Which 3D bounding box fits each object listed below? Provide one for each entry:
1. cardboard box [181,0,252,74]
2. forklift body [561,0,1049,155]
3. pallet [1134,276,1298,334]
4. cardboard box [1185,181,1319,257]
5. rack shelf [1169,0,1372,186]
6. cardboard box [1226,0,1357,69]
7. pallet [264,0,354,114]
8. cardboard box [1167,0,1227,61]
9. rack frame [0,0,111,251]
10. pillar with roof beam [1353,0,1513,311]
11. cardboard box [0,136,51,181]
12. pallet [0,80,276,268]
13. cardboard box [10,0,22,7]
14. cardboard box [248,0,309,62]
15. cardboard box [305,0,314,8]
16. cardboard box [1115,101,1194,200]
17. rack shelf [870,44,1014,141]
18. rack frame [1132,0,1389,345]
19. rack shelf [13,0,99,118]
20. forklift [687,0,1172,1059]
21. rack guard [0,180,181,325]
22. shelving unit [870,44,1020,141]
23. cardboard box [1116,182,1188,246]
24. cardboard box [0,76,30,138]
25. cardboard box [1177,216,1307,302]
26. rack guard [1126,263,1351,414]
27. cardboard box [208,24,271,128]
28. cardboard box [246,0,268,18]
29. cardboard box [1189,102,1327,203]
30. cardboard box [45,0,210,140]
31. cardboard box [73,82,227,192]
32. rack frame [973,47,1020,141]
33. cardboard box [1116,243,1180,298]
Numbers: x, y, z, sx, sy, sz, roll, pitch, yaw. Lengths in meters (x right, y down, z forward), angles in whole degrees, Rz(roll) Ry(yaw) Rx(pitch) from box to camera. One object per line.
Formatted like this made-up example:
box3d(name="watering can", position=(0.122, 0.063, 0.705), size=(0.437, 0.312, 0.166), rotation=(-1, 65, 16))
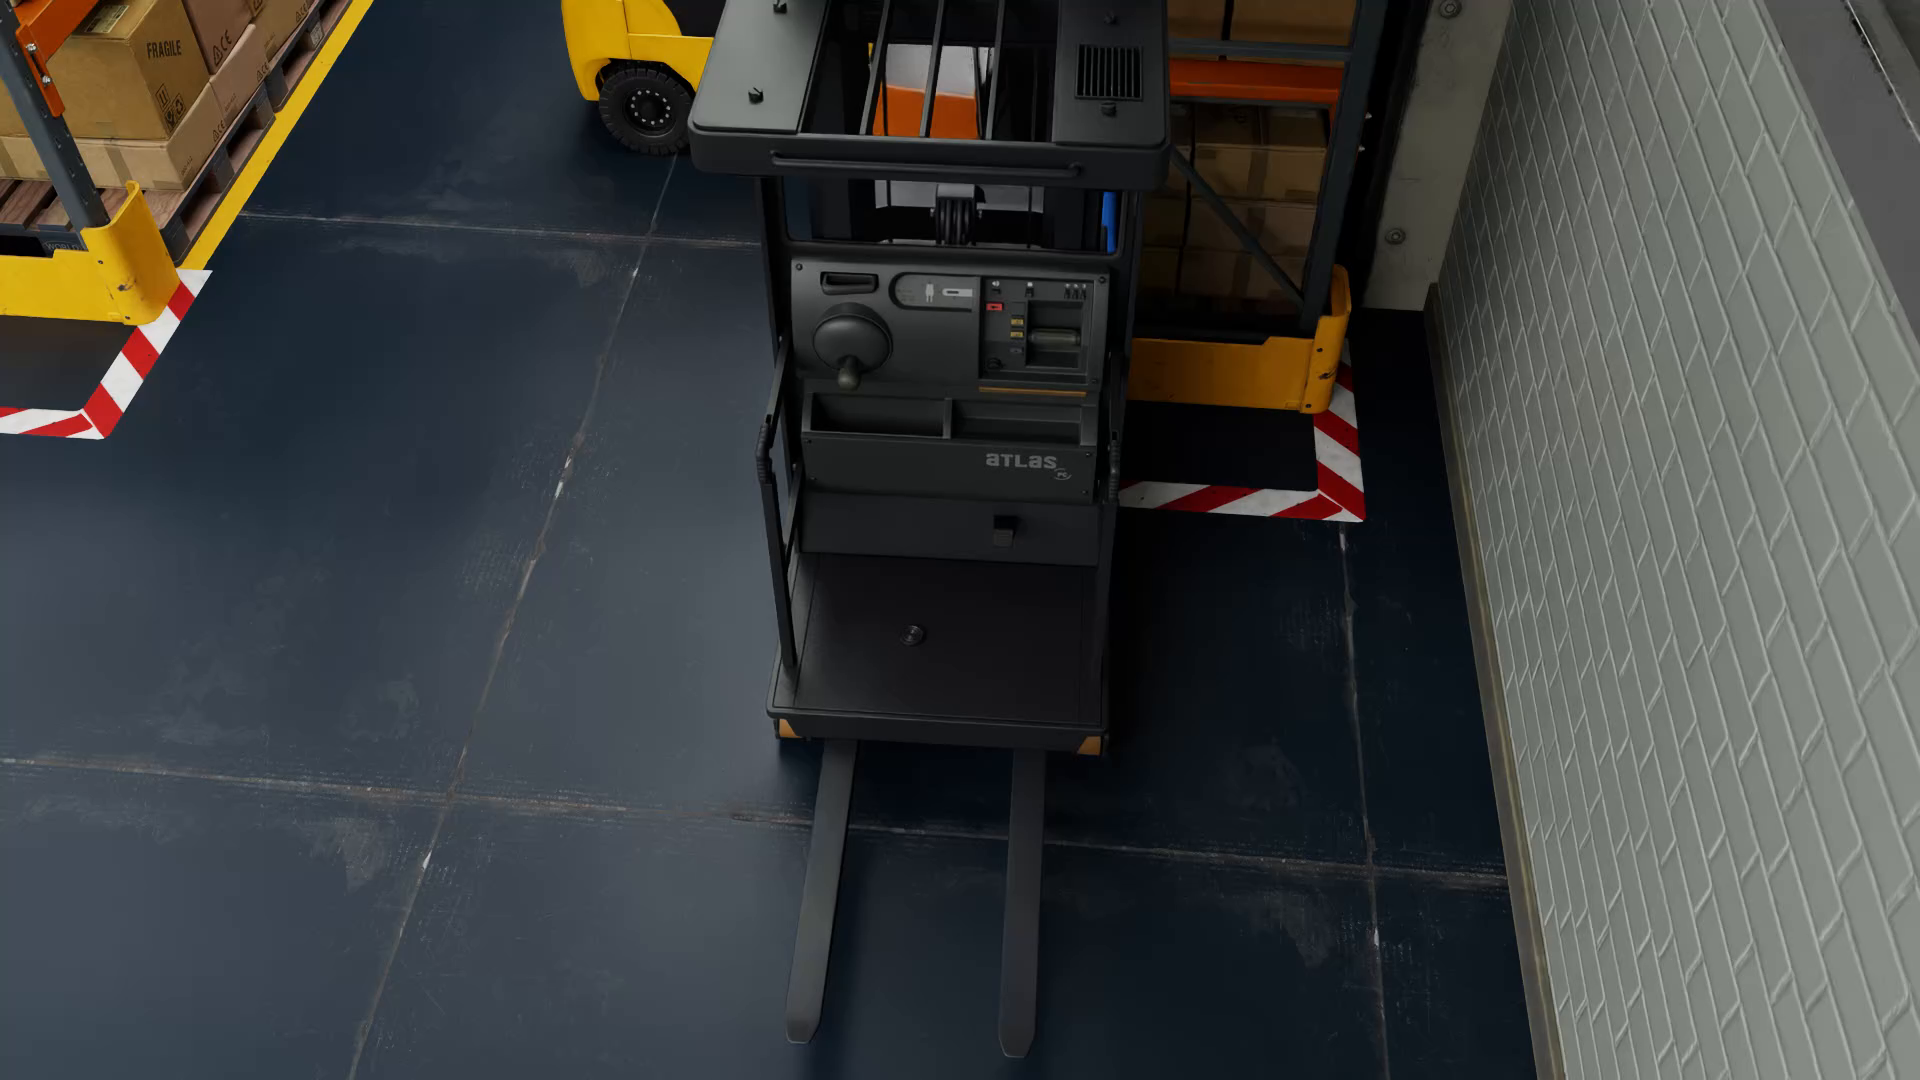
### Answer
box3d(name="cardboard box", position=(-3.618, -2.476, 7.552), size=(0.500, 0.500, 0.500), rotation=(2, 48, 2))
box3d(name="forklift body", position=(-0.712, -2.932, 7.474), size=(2.313, 2.155, 1.214), rotation=(4, 48, 4))
box3d(name="pallet", position=(0.960, -1.326, 7.319), size=(1.003, 0.211, 1.213), rotation=(4, 48, 4))
box3d(name="cardboard box", position=(1.182, -1.416, 6.752), size=(0.500, 0.250, 0.500), rotation=(5, 48, 4))
box3d(name="rack shelf", position=(1.114, -2.929, 7.383), size=(1.077, 0.370, 4.000), rotation=(4, 48, 4))
box3d(name="cardboard box", position=(1.254, -2.081, 6.053), size=(0.500, 0.500, 0.500), rotation=(5, 48, 5))
box3d(name="pallet", position=(-3.782, -2.636, 8.518), size=(1.003, 0.211, 1.213), rotation=(4, 48, 4))
box3d(name="cardboard box", position=(0.715, -2.115, 6.084), size=(0.500, 0.500, 0.500), rotation=(3, 48, 3))
box3d(name="rack frame", position=(-4.011, -2.033, 6.077), size=(1.000, 3.000, 0.127), rotation=(4, 48, 4))
box3d(name="pillar with roof beam", position=(-2.394, -4.467, 4.237), size=(9.100, 9.000, 0.400), rotation=(4, 48, 4))
box3d(name="cardboard box", position=(-4.204, -1.876, 7.512), size=(0.500, 0.250, 0.500), rotation=(4, 48, 3))
box3d(name="pallet", position=(-3.895, -1.742, 7.700), size=(1.003, 0.211, 1.213), rotation=(4, 48, 4))
box3d(name="cardboard box", position=(-3.774, -2.184, 6.385), size=(0.380, 0.149, 0.250), rotation=(4, 48, 4))
box3d(name="cardboard box", position=(-3.571, -2.597, 8.172), size=(0.500, 0.250, 0.500), rotation=(7, 48, 6))
box3d(name="cardboard box", position=(-3.523, -2.968, 8.511), size=(0.500, 0.250, 0.500), rotation=(5, 48, 4))
box3d(name="cardboard box", position=(0.663, -1.612, 6.593), size=(0.500, 0.250, 0.500), rotation=(5, 48, 5))
box3d(name="rack shelf", position=(-0.083, -1.622, 6.300), size=(0.480, 0.518, 0.431), rotation=(12, 51, 16))
box3d(name="rack frame", position=(0.932, -1.702, 5.774), size=(1.000, 3.000, 0.127), rotation=(4, 48, 4))
box3d(name="rack shelf", position=(-3.829, -3.260, 7.686), size=(1.077, 0.370, 4.000), rotation=(4, 48, 4))
box3d(name="forklift", position=(-0.043, -0.528, 4.747), size=(1.130, 2.935, 3.031), rotation=(3, 48, 3))
box3d(name="rack guard", position=(-4.005, -1.245, 7.050), size=(1.175, 0.500, 0.348), rotation=(4, 48, 4))
box3d(name="shelving unit", position=(-0.084, -1.631, 6.290), size=(0.503, 2.100, 0.431), rotation=(12, 51, 16))
box3d(name="cardboard box", position=(0.665, -1.463, 6.795), size=(0.500, 0.250, 0.500), rotation=(3, 48, 3))
box3d(name="cardboard box", position=(-4.198, -2.106, 7.214), size=(0.500, 0.500, 0.500), rotation=(4, 48, 4))
box3d(name="cardboard box", position=(1.171, -1.263, 6.952), size=(0.500, 0.250, 0.500), rotation=(4, 48, 4))
box3d(name="rack guard", position=(0.930, -0.841, 6.680), size=(1.175, 0.500, 0.348), rotation=(4, 48, 4))
box3d(name="cardboard box", position=(-3.608, -2.195, 7.804), size=(0.500, 0.250, 0.500), rotation=(5, 48, 5))
box3d(name="cardboard box", position=(-3.564, -2.844, 7.889), size=(0.500, 0.500, 0.500), rotation=(5, 48, 4))
box3d(name="cardboard box", position=(1.164, -1.594, 6.576), size=(0.500, 0.250, 0.500), rotation=(3, 48, 3))
box3d(name="cardboard box", position=(-3.661, -2.091, 7.201), size=(0.500, 0.500, 0.500), rotation=(2, 48, 2))
box3d(name="cardboard box", position=(-3.663, -1.821, 7.461), size=(0.500, 0.250, 0.500), rotation=(4, 48, 3))
box3d(name="rack frame", position=(0.146, -1.582, 6.225), size=(0.015, 2.100, 0.400), rotation=(12, 51, 16))
box3d(name="cardboard box", position=(0.660, -1.282, 6.969), size=(0.500, 0.250, 0.500), rotation=(4, 48, 4))
